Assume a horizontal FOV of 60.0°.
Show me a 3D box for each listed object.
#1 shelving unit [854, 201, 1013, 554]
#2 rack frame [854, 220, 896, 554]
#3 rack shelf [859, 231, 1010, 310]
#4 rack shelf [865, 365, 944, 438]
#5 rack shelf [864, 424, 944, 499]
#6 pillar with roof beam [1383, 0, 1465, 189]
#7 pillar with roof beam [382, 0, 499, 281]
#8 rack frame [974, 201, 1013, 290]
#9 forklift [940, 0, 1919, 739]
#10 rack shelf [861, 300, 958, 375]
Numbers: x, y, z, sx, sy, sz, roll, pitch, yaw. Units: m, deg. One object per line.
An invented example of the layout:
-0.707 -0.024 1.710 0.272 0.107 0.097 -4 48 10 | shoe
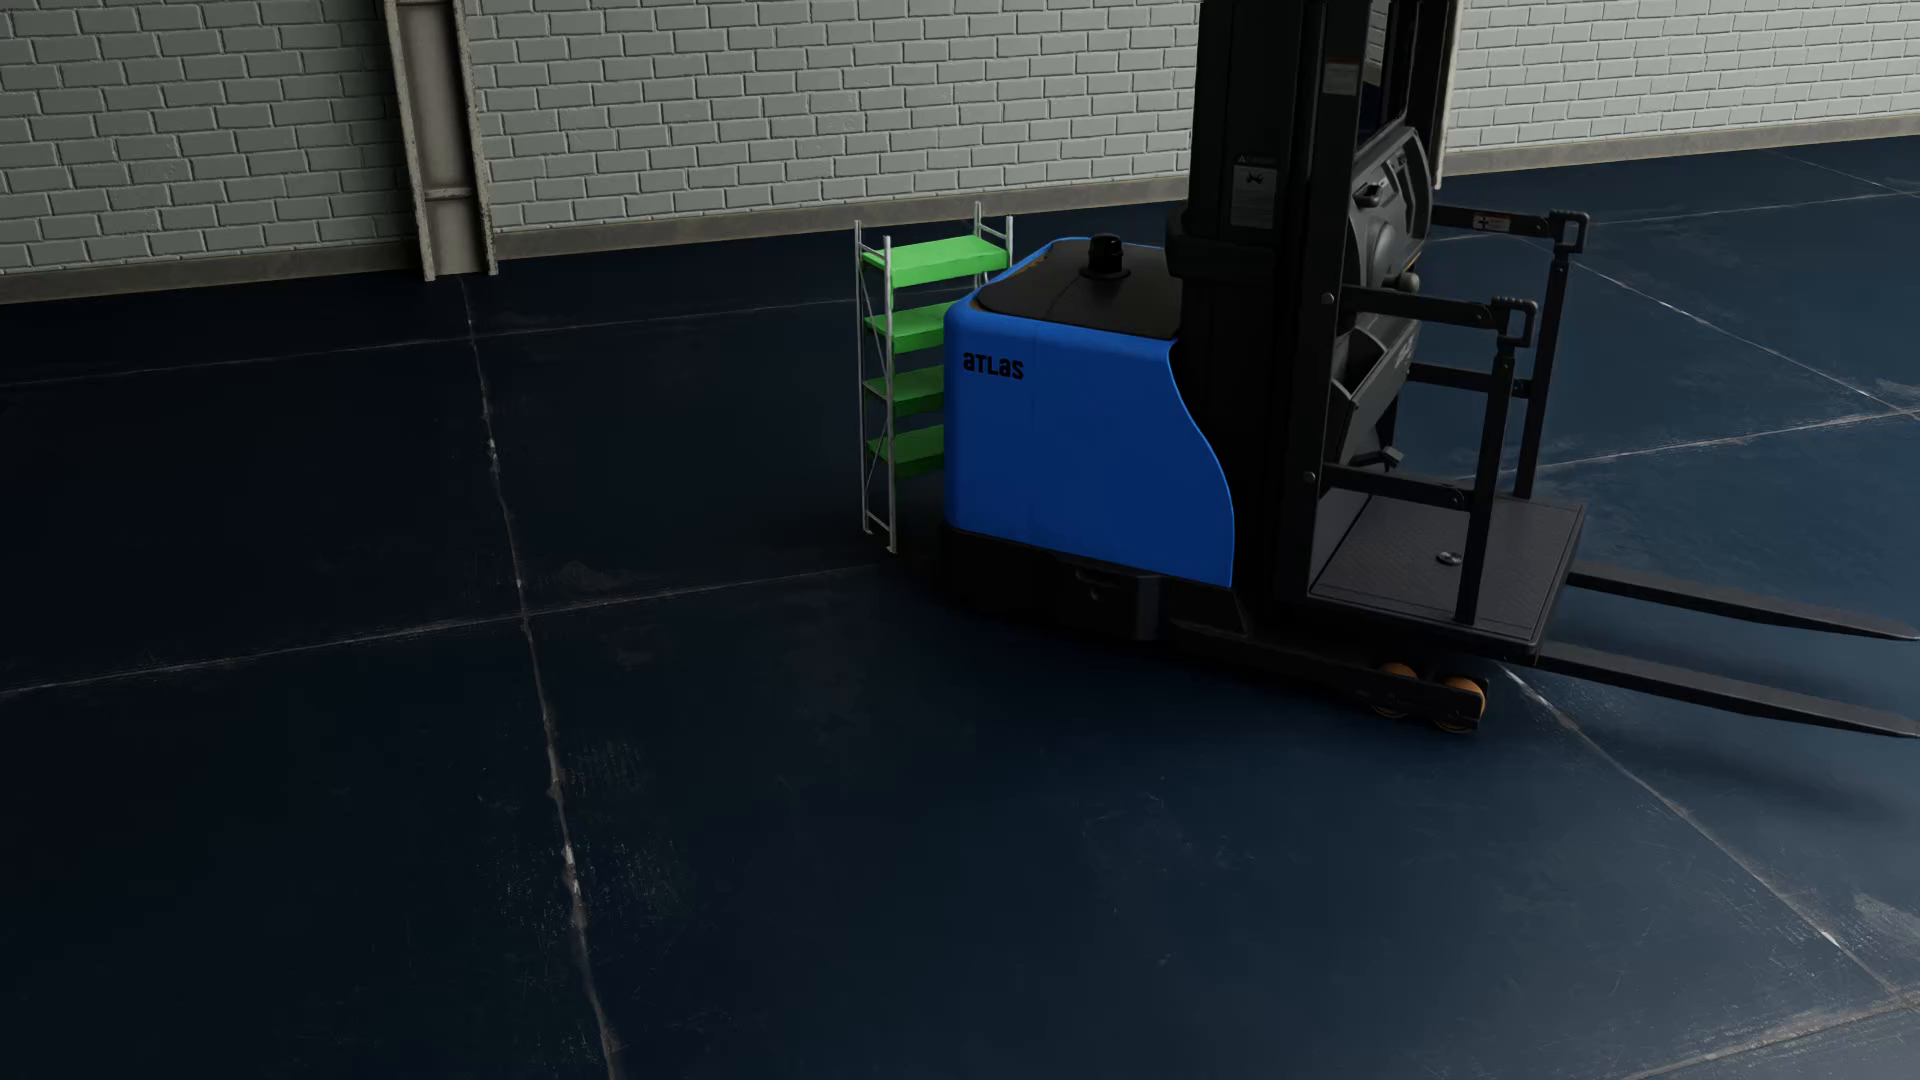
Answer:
-0.092 -0.587 6.084 0.503 1.200 0.258 -15 30 -27 | shelving unit
-0.302 -0.532 5.973 0.015 1.200 0.240 -15 30 -27 | rack frame
-0.092 -0.960 5.899 0.480 0.148 0.258 -15 30 -27 | rack shelf
-0.092 -0.530 6.112 0.480 0.148 0.258 -15 30 -27 | rack shelf
-0.092 -0.315 6.219 0.480 0.148 0.258 -15 30 -27 | rack shelf
4.246 -4.546 5.287 0.400 9.000 9.100 -8 28 -16 | pillar with roof beam
-1.459 -3.720 3.622 0.400 9.000 9.100 -8 28 -16 | pillar with roof beam
0.118 -0.642 6.195 0.015 1.200 0.240 -15 30 -27 | rack frame
1.484 -0.995 4.958 3.031 2.935 1.130 12 29 23 | forklift
-0.092 -0.745 6.006 0.480 0.148 0.258 -15 30 -27 | rack shelf
